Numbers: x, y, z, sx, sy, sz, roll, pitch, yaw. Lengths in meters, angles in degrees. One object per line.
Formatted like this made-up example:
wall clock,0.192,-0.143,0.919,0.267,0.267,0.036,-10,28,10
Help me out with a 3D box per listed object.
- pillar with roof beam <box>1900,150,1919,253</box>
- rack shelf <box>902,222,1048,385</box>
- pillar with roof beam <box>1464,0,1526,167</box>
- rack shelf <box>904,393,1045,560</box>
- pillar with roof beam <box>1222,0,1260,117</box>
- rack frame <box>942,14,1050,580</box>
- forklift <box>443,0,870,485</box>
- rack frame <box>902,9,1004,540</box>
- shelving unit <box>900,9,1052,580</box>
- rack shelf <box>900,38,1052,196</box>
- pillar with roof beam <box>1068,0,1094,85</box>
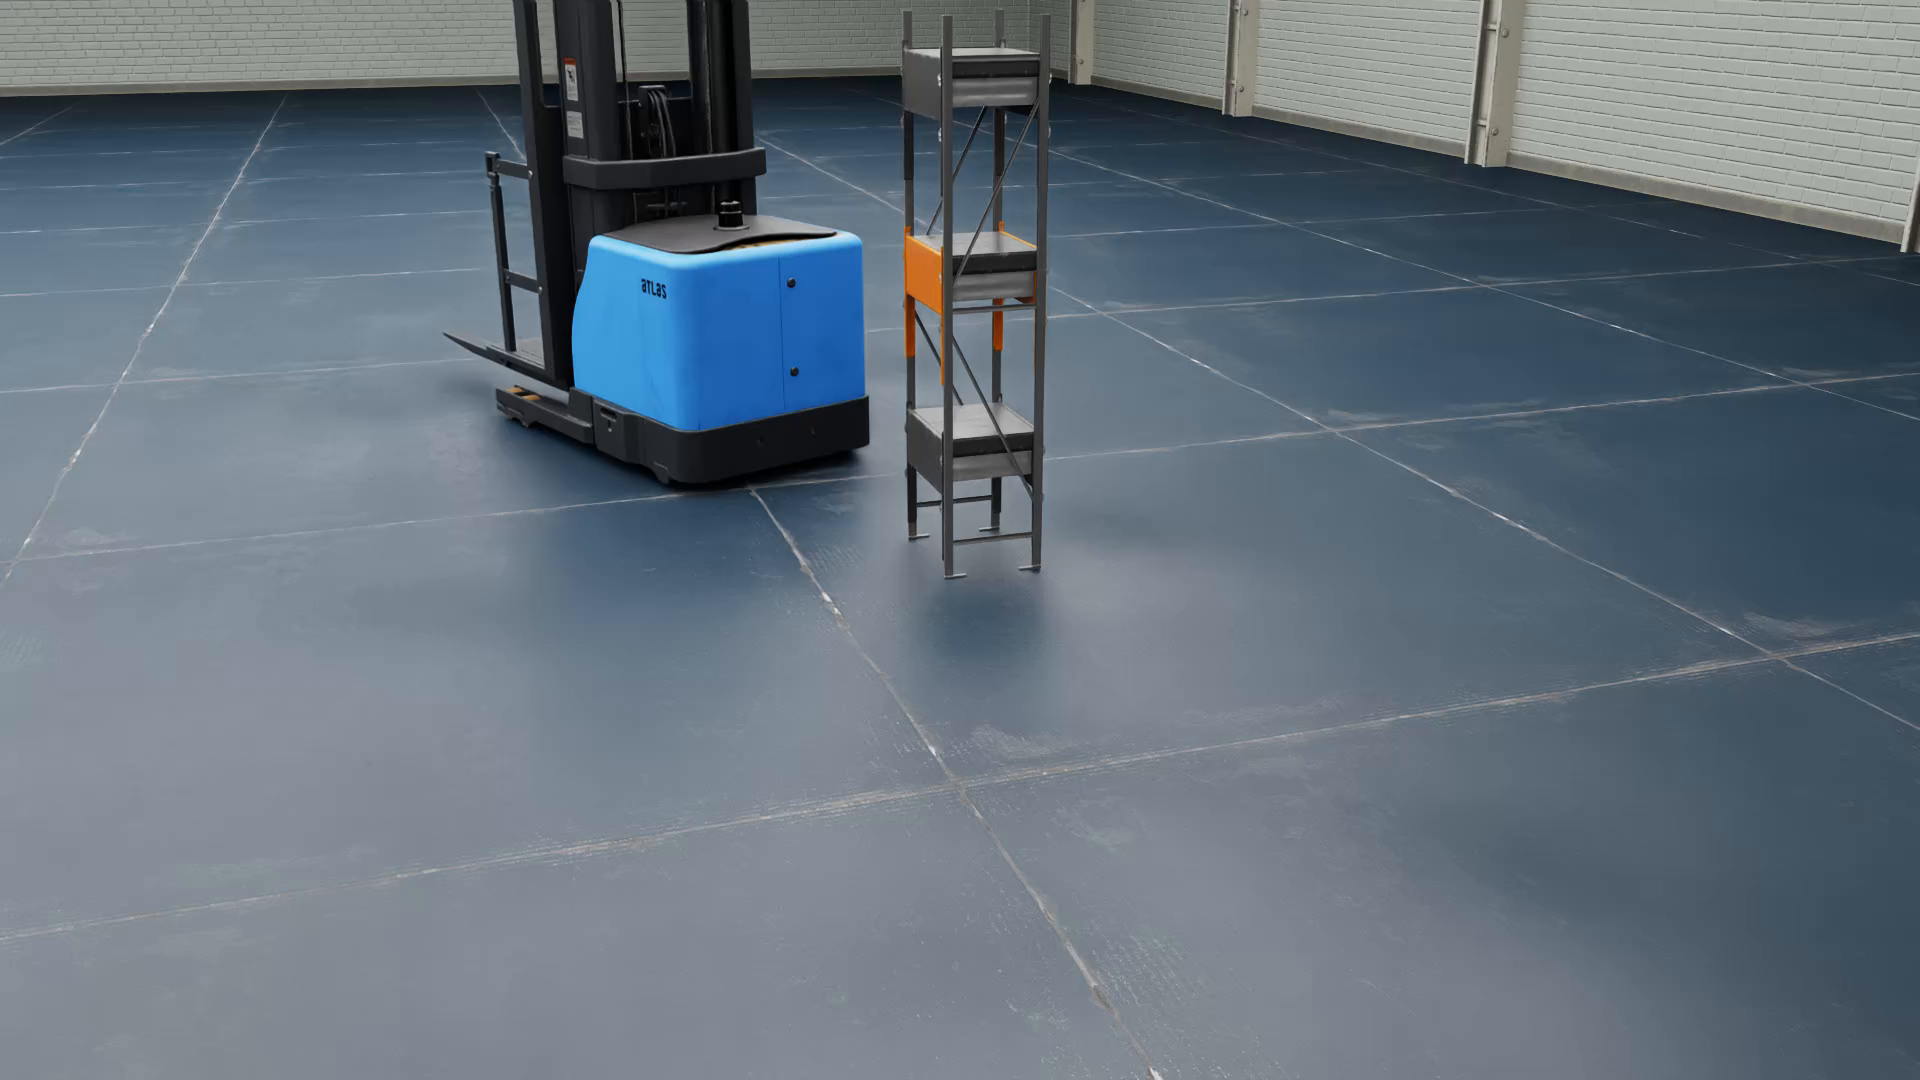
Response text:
pillar with roof beam,3.691,-6.058,10.470,9.100,9.000,0.400,-6,21,-17
rack shelf,0.052,-0.922,6.418,0.431,0.518,0.480,-6,21,-17
pillar with roof beam,1.805,-7.983,15.830,9.100,9.000,0.400,-6,21,-17
rack shelf,0.052,-0.263,6.655,0.431,0.518,0.480,-6,21,-17
pillar with roof beam,-0.081,-9.909,21.191,9.100,9.000,0.400,-6,21,-17
rack frame,0.129,-0.857,6.196,0.400,2.100,0.015,-6,21,-17
forklift,-1.764,-2.054,8.300,1.130,2.935,3.031,-16,25,-37
rack frame,-0.025,-1.013,6.632,0.400,2.100,0.015,-6,21,-17
shelving unit,0.052,-0.935,6.414,0.431,2.100,0.503,-6,21,-17
rack shelf,0.052,-1.581,6.182,0.431,0.518,0.480,-6,21,-17
pillar with roof beam,-1.966,-11.834,26.552,9.100,9.000,0.400,-6,21,-17
